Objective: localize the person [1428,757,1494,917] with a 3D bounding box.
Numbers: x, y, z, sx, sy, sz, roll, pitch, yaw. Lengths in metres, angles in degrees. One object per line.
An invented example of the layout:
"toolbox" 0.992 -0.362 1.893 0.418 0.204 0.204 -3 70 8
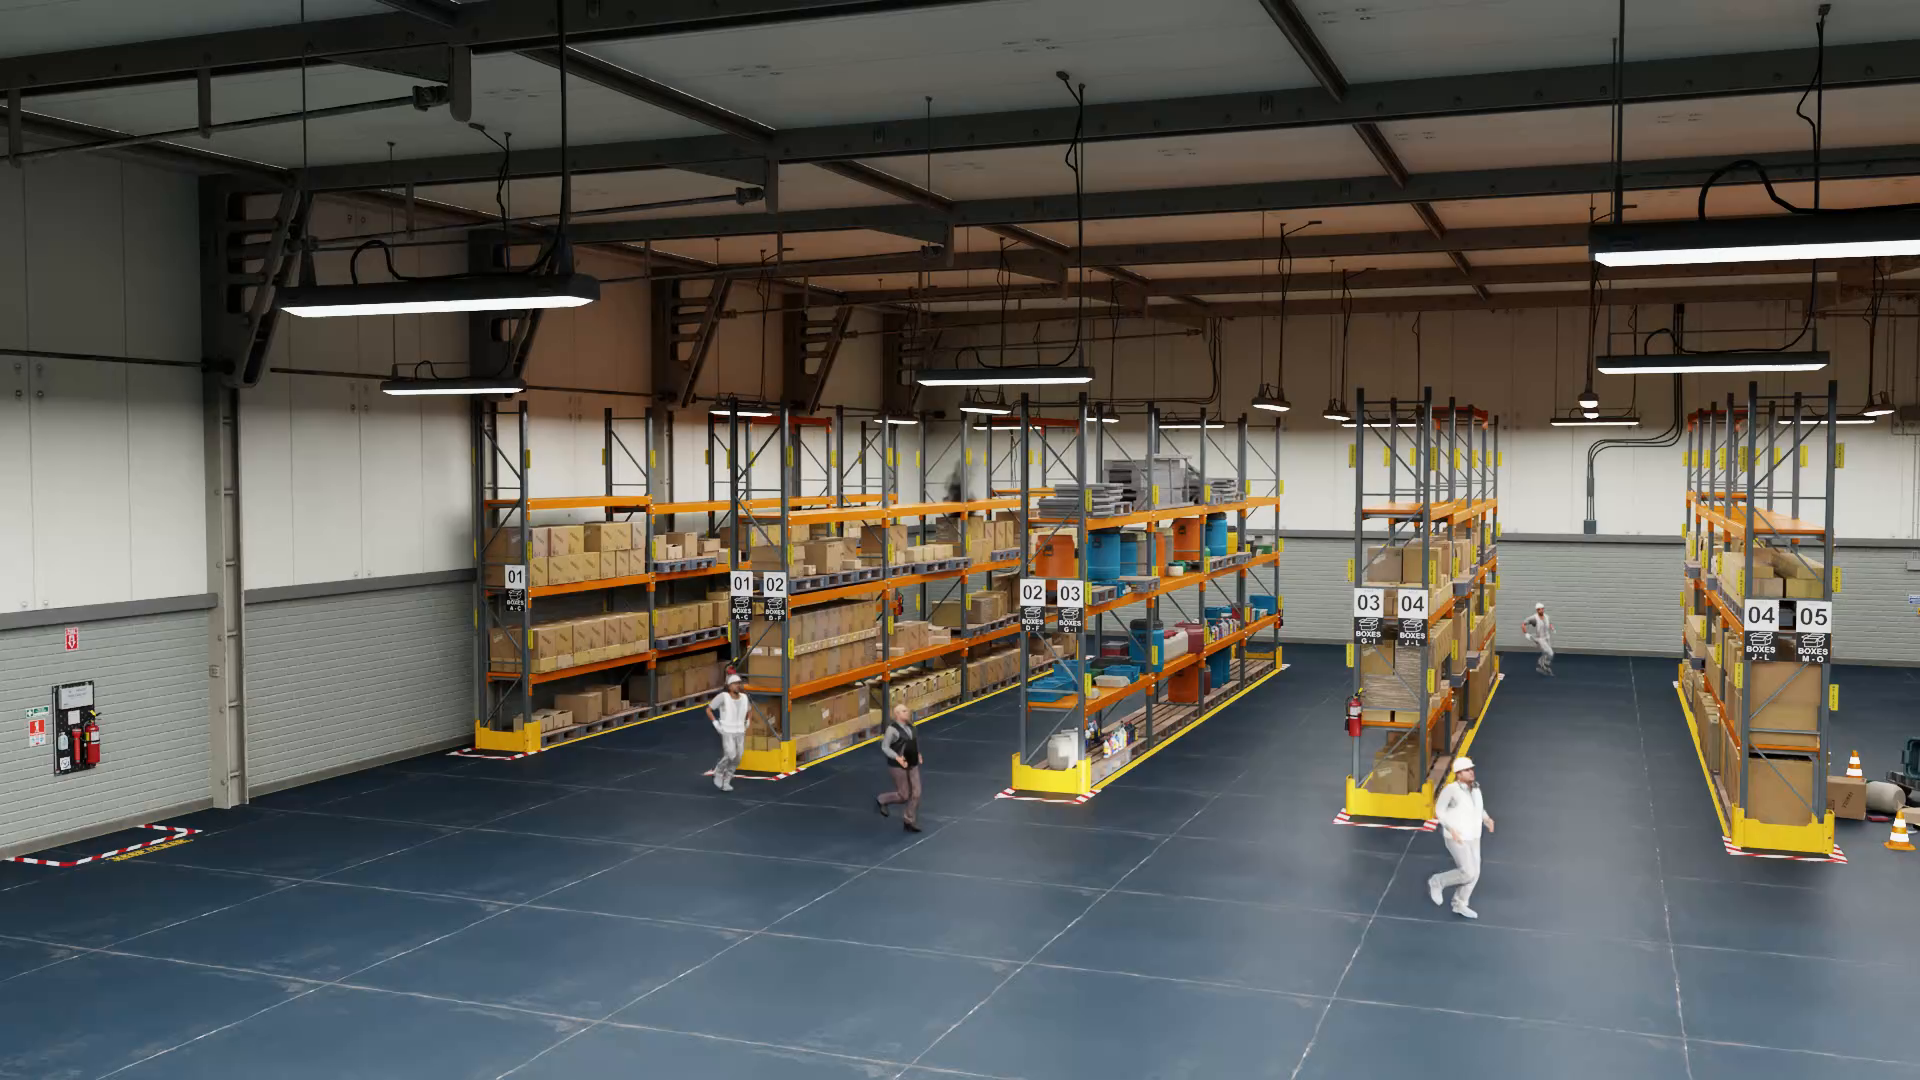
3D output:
"person" 5.532 3.250 18.289 0.656 1.746 0.627 -2 3 -34

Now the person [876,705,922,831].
"person" -0.795 3.069 22.518 0.733 1.694 0.661 2 4 41

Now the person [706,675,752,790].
"person" -3.407 2.907 25.066 0.722 1.730 0.512 -2 4 -38

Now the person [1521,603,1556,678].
"person" 13.335 2.301 38.171 0.767 1.730 0.710 -1 3 -27
